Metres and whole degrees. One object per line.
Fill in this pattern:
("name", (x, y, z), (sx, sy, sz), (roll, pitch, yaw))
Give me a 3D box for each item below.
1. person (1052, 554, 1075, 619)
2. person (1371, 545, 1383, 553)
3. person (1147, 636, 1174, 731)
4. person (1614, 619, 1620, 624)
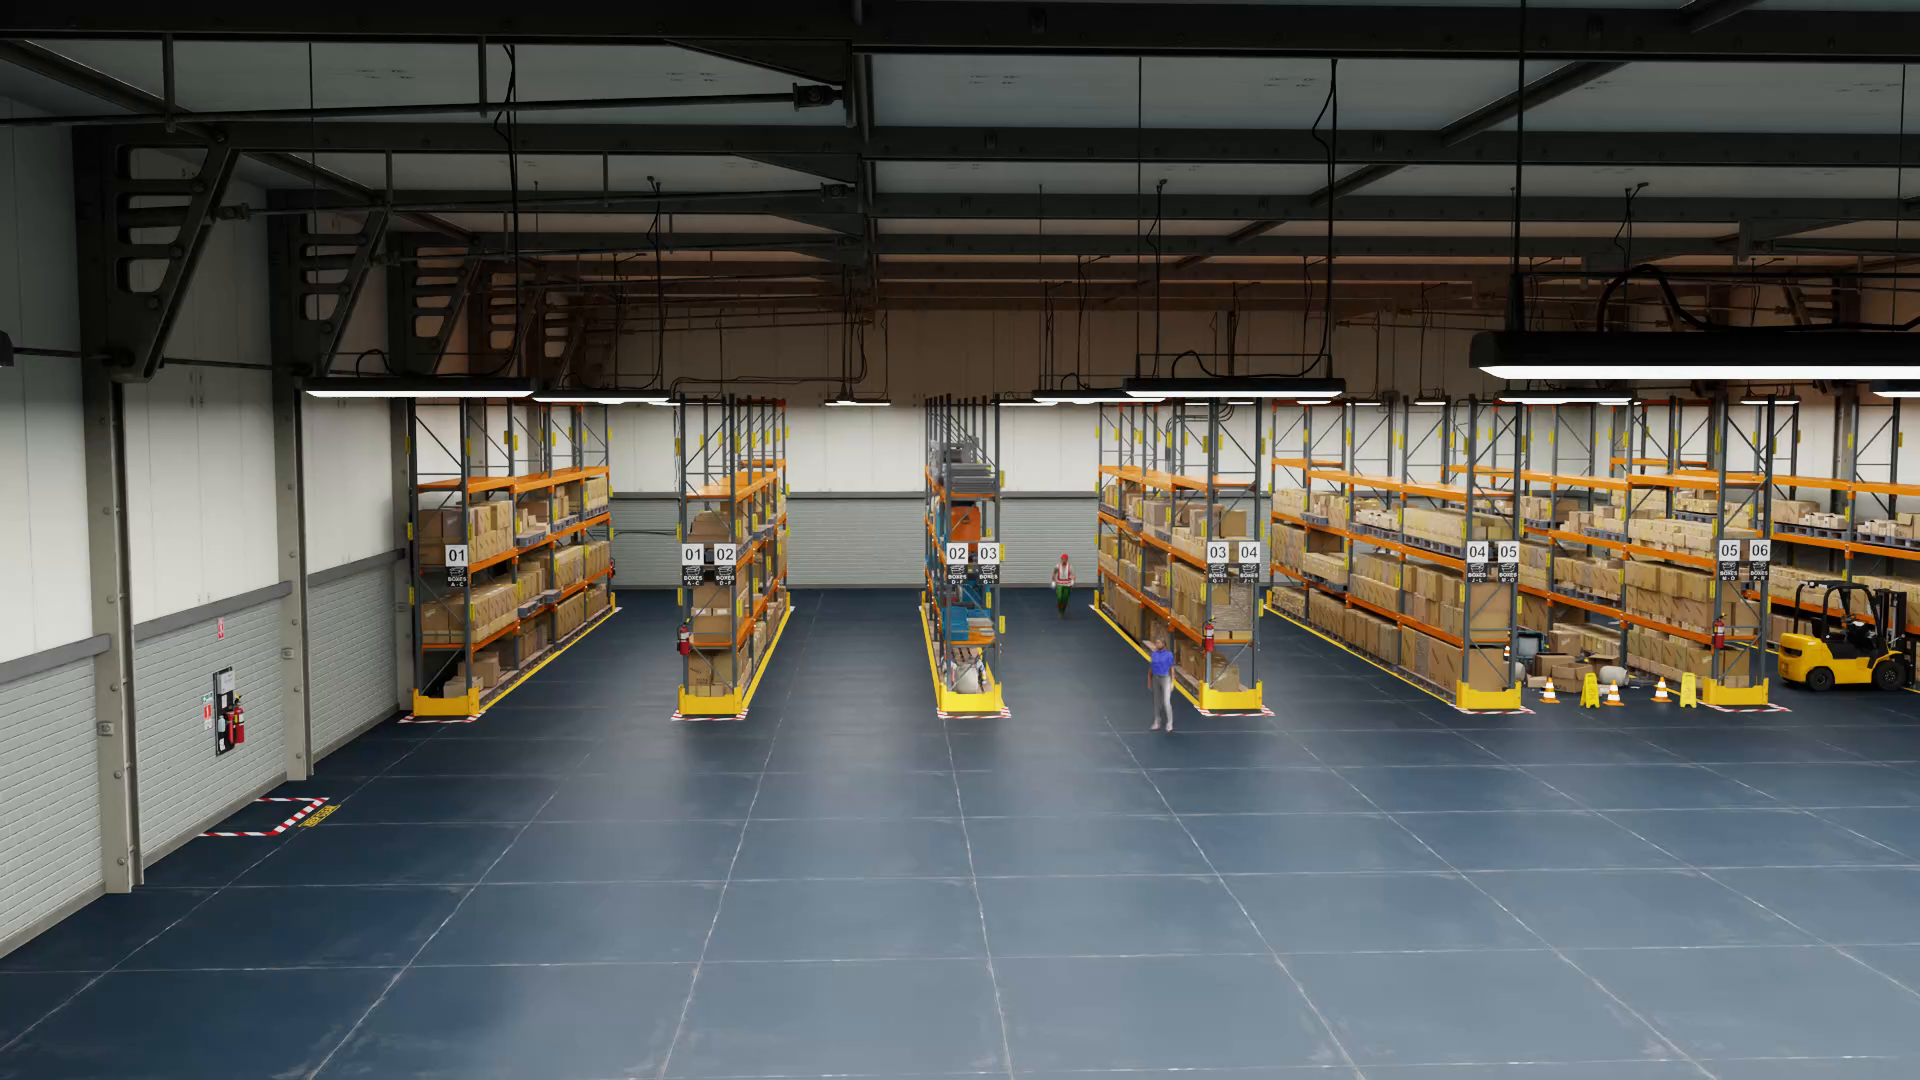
("person", (2.849, 1.280, 45.665), (0.617, 1.812, 0.877), (0, 5, 0))
("person", (12.599, 0.924, 50.401), (0.589, 1.711, 0.477), (-2, 5, -19))
("person", (3.571, 2.565, 29.650), (0.489, 1.663, 0.350), (3, 6, 35))
("person", (17.584, 1.437, 44.241), (0.378, 1.602, 0.454), (0, 5, 6))
